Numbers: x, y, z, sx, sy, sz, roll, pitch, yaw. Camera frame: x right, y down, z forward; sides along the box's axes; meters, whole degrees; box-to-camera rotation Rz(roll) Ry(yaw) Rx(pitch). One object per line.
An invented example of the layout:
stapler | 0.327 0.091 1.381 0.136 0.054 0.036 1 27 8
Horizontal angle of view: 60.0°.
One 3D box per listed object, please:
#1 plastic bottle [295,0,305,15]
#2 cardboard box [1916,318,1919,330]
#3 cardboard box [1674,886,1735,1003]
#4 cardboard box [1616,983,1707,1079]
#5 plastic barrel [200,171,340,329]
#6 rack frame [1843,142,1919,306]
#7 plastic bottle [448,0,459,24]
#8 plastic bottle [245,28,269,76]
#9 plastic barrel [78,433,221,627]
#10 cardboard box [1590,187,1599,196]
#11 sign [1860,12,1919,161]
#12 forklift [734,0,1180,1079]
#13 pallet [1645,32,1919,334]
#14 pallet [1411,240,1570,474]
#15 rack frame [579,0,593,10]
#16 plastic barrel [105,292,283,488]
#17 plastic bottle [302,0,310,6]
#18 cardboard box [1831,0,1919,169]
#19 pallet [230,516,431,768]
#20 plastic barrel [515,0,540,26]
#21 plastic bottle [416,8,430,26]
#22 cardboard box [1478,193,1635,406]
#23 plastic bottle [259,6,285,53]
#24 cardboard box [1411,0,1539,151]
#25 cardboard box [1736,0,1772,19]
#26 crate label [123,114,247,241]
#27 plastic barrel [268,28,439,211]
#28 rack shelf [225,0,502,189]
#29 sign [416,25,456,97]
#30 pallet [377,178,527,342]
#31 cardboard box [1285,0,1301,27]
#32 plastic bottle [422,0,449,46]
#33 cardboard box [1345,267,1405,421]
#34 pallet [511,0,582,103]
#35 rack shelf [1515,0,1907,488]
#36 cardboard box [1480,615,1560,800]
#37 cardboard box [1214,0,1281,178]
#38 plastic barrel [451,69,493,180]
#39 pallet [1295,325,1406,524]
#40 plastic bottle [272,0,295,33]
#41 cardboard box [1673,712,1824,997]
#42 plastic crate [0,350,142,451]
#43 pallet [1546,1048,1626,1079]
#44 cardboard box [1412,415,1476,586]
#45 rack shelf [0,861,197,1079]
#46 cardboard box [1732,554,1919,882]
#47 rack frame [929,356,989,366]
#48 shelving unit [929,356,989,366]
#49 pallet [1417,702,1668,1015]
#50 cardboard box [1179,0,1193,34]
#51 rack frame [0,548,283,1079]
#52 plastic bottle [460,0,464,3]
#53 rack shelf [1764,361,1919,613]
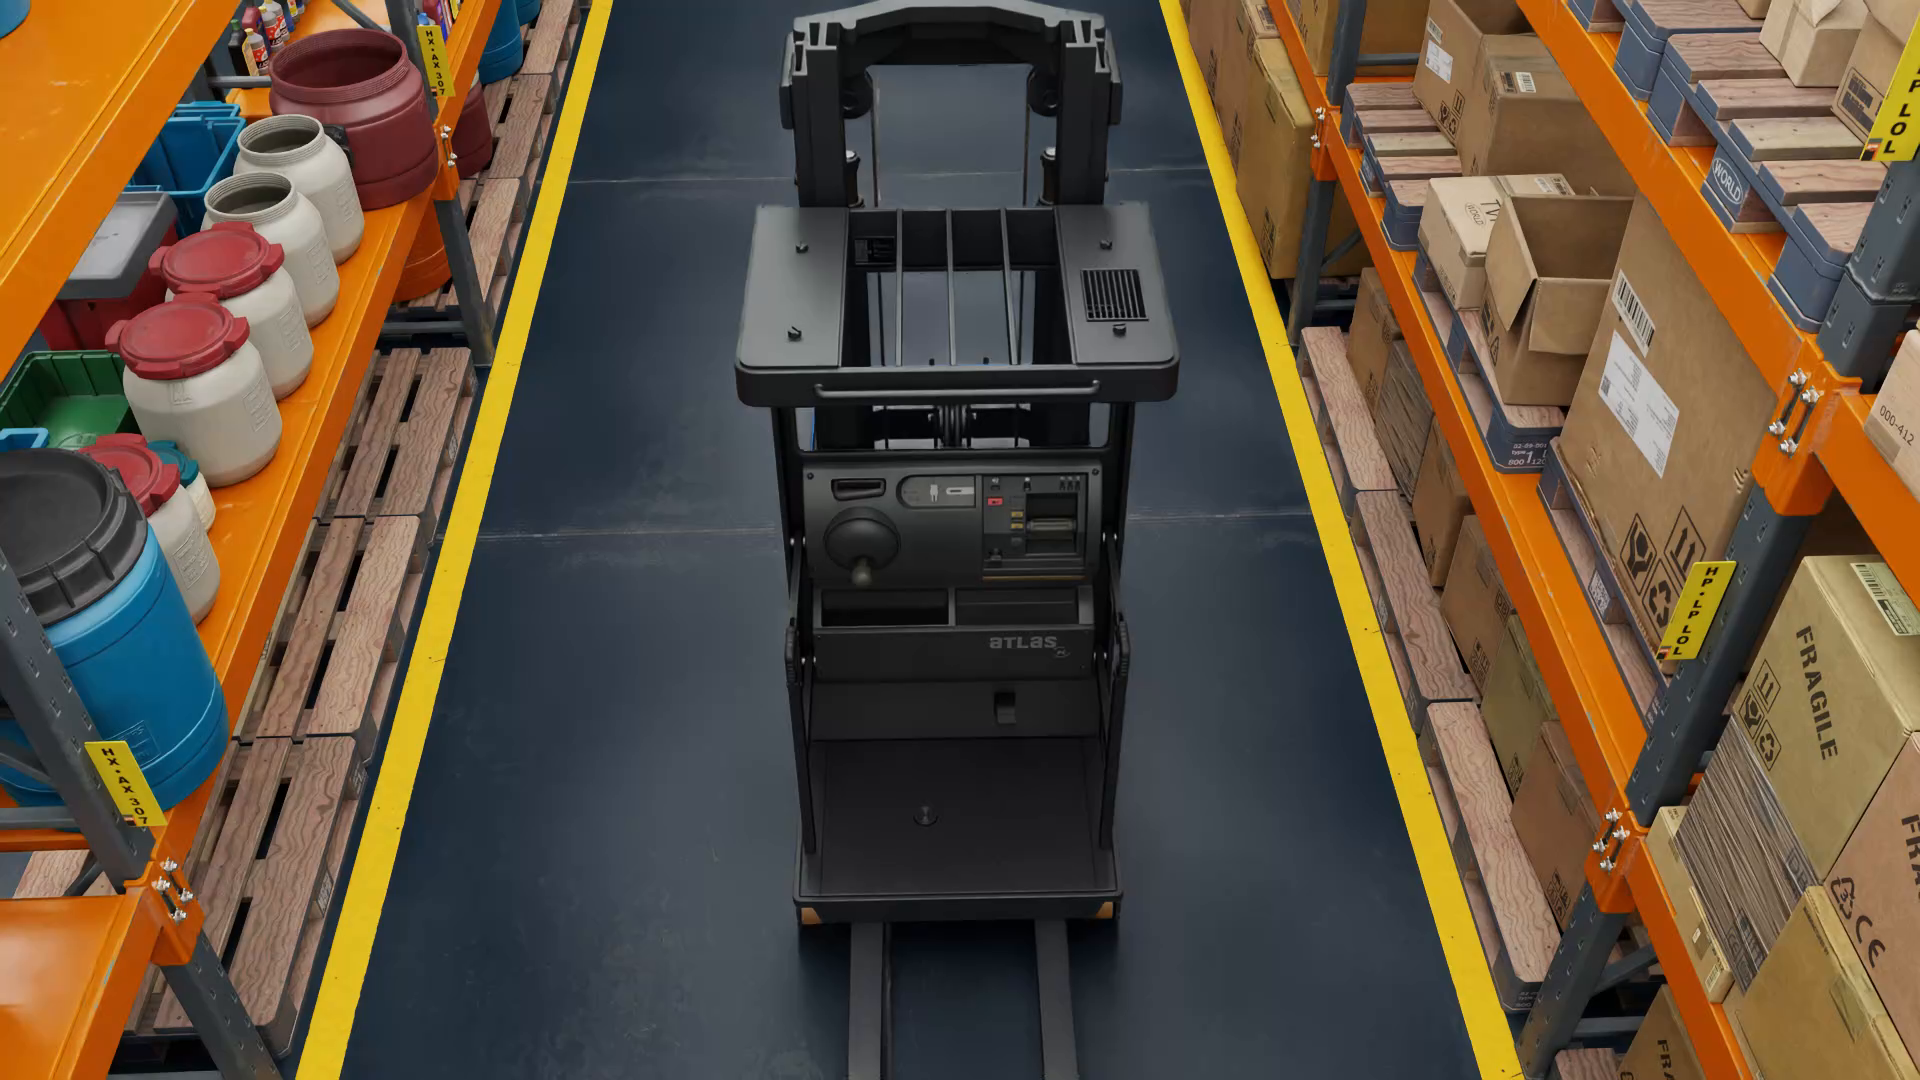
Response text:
plastic bottle | -3.259 -2.688 8.058 0.097 0.271 0.097 0 43 0
cardboard box | 2.022 -0.389 3.050 0.380 0.149 0.250 -3 43 -3
cardboard box | 2.022 0.996 4.129 0.380 0.149 0.250 -2 43 -2
cardboard box | 2.293 1.618 4.804 0.500 0.500 0.500 -3 43 -3
plastic barrel | -2.528 -1.046 6.089 0.421 0.512 0.421 0 43 0
rack frame | 2.316 -1.631 2.370 1.000 3.000 0.127 -2 43 -2
plastic bottle | -2.478 -2.640 7.997 0.061 0.283 0.133 -2 43 -2
plastic bottle | -3.233 -2.244 7.625 0.097 0.201 0.097 0 43 0
plastic barrel | -2.454 0.020 4.907 0.433 0.535 0.433 0 43 0
cardboard box | 2.486 -1.107 6.027 0.396 0.266 0.258 -3 43 -3
sign | 1.761 -0.843 3.055 0.100 0.325 0.005 -2 43 -2
forklift | -0.015 0.034 5.044 1.130 2.935 3.031 -1 43 -1
pallet | 2.396 -0.876 3.905 1.213 0.211 1.003 -2 43 -2
pallet | 2.271 -0.714 5.951 1.003 0.211 1.213 -2 43 -2
rack frame | -2.973 -4.678 10.134 1.000 3.000 0.127 -2 43 -2
plastic barrel | -2.486 -0.475 5.448 0.433 0.535 0.433 0 43 0
plastic bottle | -3.263 -2.728 8.153 0.097 0.201 0.097 0 43 0
cardboard box | 2.395 -1.038 3.556 0.797 0.503 0.637 -4 43 -4
pallet | -2.760 0.396 6.662 1.003 0.211 1.213 -2 43 -2
plastic barrel | -2.966 -3.692 10.300 0.600 0.901 0.708 -2 43 -2
plastic bottle | -2.476 -2.311 7.646 0.097 0.271 0.097 0 43 0
cardboard box | 2.150 -0.780 5.494 0.797 0.503 0.637 2 43 3
plastic bottle | -3.243 -2.400 7.795 0.097 0.201 0.097 0 43 0
cardboard box | 2.209 -1.948 6.771 0.500 0.500 0.500 -6 43 -7
cardboard box | 2.354 -1.674 4.250 0.797 0.503 0.637 0 43 0
crate label | -3.031 -1.312 6.436 0.502 0.435 0.616 -2 43 -2
plastic barrel | -2.480 -1.723 6.810 0.600 0.536 0.708 -2 43 -2
rack shelf | -2.888 -3.063 8.904 1.077 0.370 4.000 -2 43 -2
sign | -2.253 -2.058 7.155 0.100 0.325 0.005 -2 43 -2
pallet | -2.878 -1.481 8.709 1.003 0.211 1.213 -2 43 -2
cardboard box | 1.862 -2.820 8.032 0.500 0.500 0.500 -2 43 -2
plastic bottle | -2.466 -2.459 7.800 0.061 0.283 0.133 -2 43 -2
cardboard box | 2.194 -0.909 7.546 0.700 0.500 0.500 -4 43 -4
pallet | -2.981 -3.128 10.506 1.003 0.211 1.213 -2 43 -2
rack shelf | 2.231 -1.610 5.099 1.077 0.370 4.000 -2 43 -2
cardboard box | 2.310 0.602 5.898 0.700 0.500 0.500 -2 43 -2
cardboard box | 2.107 -2.560 9.085 1.225 0.875 0.875 -2 43 -2
plastic barrel | -2.888 -2.336 9.052 0.600 0.588 0.708 -2 43 -2
pallet | 2.178 -0.564 7.709 1.003 0.211 1.213 -2 43 -2
plastic bottle | -3.251 -2.557 7.915 0.097 0.271 0.097 0 43 0
cardboard box | 2.273 0.740 3.929 0.875 0.500 0.500 -2 43 -2
plastic crate | -2.989 -0.367 5.587 0.450 0.188 0.662 -2 43 -2
pallet | 2.380 2.061 4.845 1.003 0.211 1.213 -2 43 -2
cardboard box | 2.262 -0.152 6.720 0.700 0.500 0.500 2 43 2
rack shelf | -2.548 2.338 3.012 1.077 0.370 4.000 -2 43 -2
cardboard box | 2.081 0.376 3.585 0.500 0.500 0.500 -2 43 -2
rack frame | -0.005 -0.406 7.027 0.240 0.900 0.006 -2 43 -2
shelving unit | 0.000 -0.337 6.952 0.258 0.900 0.210 -2 43 -2
pallet | 2.281 1.083 5.912 1.003 0.211 1.213 -2 43 -2
cardboard box | 2.023 -3.760 10.394 1.225 0.875 0.875 -2 43 -2
rack frame | -2.630 0.723 4.242 0.949 2.616 0.053 -2 43 -2
plastic bottle | -2.488 -2.796 8.167 0.061 0.283 0.133 -2 43 -2
rack shelf | 2.401 1.090 2.153 1.077 0.370 4.000 -2 43 -2
